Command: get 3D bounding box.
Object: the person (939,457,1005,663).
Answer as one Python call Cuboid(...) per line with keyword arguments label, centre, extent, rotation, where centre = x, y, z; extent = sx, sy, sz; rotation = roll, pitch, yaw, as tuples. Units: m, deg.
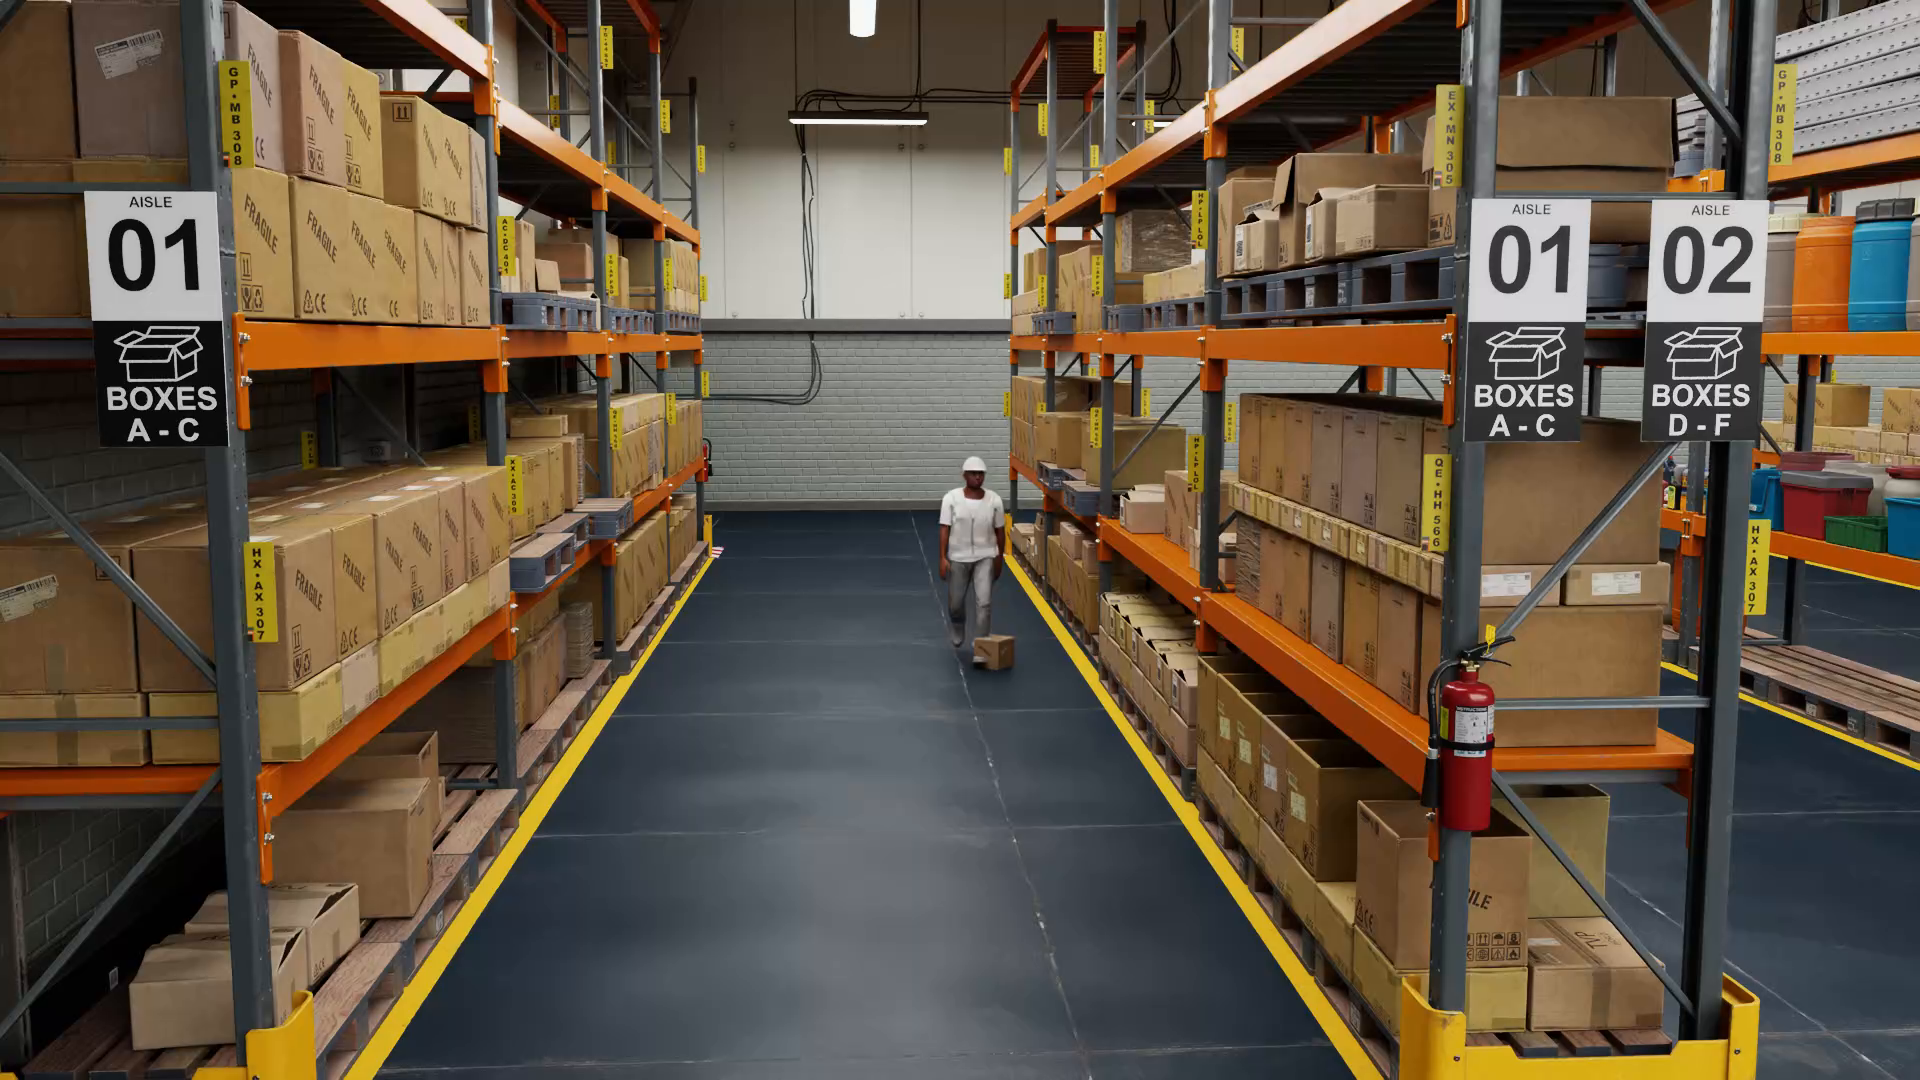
Cuboid(label="person", centre=(0.104, 0.154, 14.239), extent=(0.568, 1.743, 0.813), rotation=(0, 7, 1))
